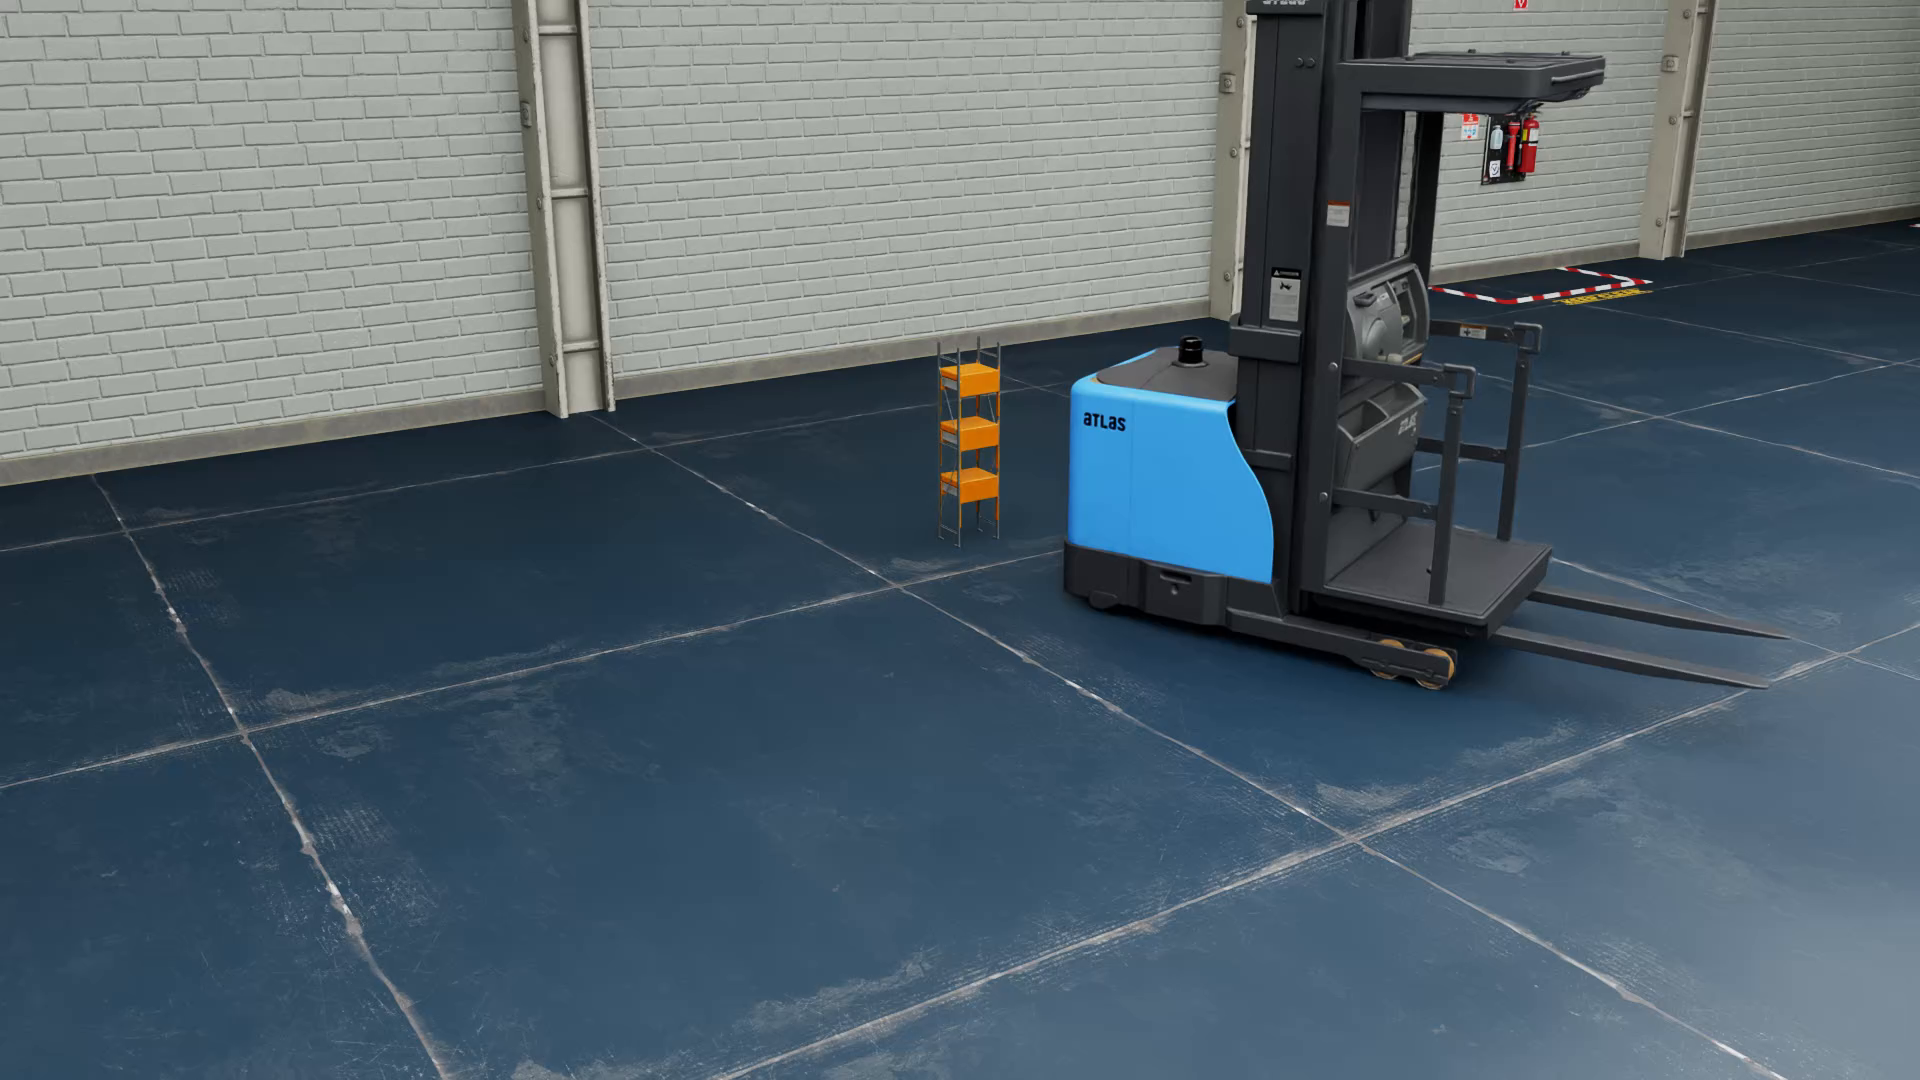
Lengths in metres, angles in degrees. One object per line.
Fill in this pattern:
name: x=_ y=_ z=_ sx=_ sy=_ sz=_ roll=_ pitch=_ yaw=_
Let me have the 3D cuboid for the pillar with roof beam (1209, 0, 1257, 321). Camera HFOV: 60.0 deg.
pillar with roof beam: x=4.778 y=-5.061 z=9.663 sx=0.400 sy=9.000 sz=9.100 roll=-12 pitch=22 yaw=-31

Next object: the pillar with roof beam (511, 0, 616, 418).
pillar with roof beam: x=-0.233 y=-4.004 z=6.537 sx=0.400 sy=9.000 sz=9.100 roll=-12 pitch=22 yaw=-31

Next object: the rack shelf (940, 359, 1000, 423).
rack shelf: x=0.045 y=-0.766 z=8.517 sx=0.240 sy=0.259 sz=0.215 roll=-12 pitch=22 yaw=-31

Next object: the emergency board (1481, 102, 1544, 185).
emergency board: x=5.337 y=-4.002 z=15.899 sx=0.643 sy=1.169 sz=0.194 roll=-12 pitch=22 yaw=-31

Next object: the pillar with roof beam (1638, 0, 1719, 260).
pillar with roof beam: x=9.789 y=-6.118 z=12.789 sx=0.400 sy=9.000 sz=9.100 roll=-12 pitch=22 yaw=-31

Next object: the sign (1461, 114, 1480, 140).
sign: x=4.818 y=-3.949 z=15.687 sx=0.234 sy=0.329 sz=0.001 roll=-12 pitch=22 yaw=-31

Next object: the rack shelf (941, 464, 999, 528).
rack shelf: x=0.045 y=-0.233 z=8.697 sx=0.240 sy=0.259 sz=0.215 roll=-12 pitch=22 yaw=-31

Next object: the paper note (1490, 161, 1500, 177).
paper note: x=5.151 y=-3.572 z=16.002 sx=0.142 sy=0.148 sz=0.016 roll=-12 pitch=22 yaw=-31

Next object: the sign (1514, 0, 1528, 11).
sign: x=5.275 y=-5.125 z=15.602 sx=0.199 sy=0.298 sz=0.001 roll=-12 pitch=22 yaw=-31

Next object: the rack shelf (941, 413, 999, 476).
rack shelf: x=0.045 y=-0.497 z=8.608 sx=0.240 sy=0.259 sz=0.215 roll=-12 pitch=22 yaw=-31

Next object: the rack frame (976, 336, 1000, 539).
rack frame: x=0.147 y=-0.528 z=8.668 sx=0.008 sy=1.050 sz=0.200 roll=-12 pitch=22 yaw=-31

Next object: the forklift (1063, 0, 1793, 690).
forklift: x=2.004 y=-0.962 z=7.015 sx=3.031 sy=2.935 sz=1.130 roll=12 pitch=22 yaw=31

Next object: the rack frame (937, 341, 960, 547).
rack frame: x=-0.057 y=-0.485 z=8.541 sx=0.008 sy=1.050 sz=0.200 roll=-12 pitch=22 yaw=-31

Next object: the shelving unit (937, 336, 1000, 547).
shelving unit: x=0.045 y=-0.507 z=8.605 sx=0.252 sy=1.050 sz=0.215 roll=-12 pitch=22 yaw=-31
